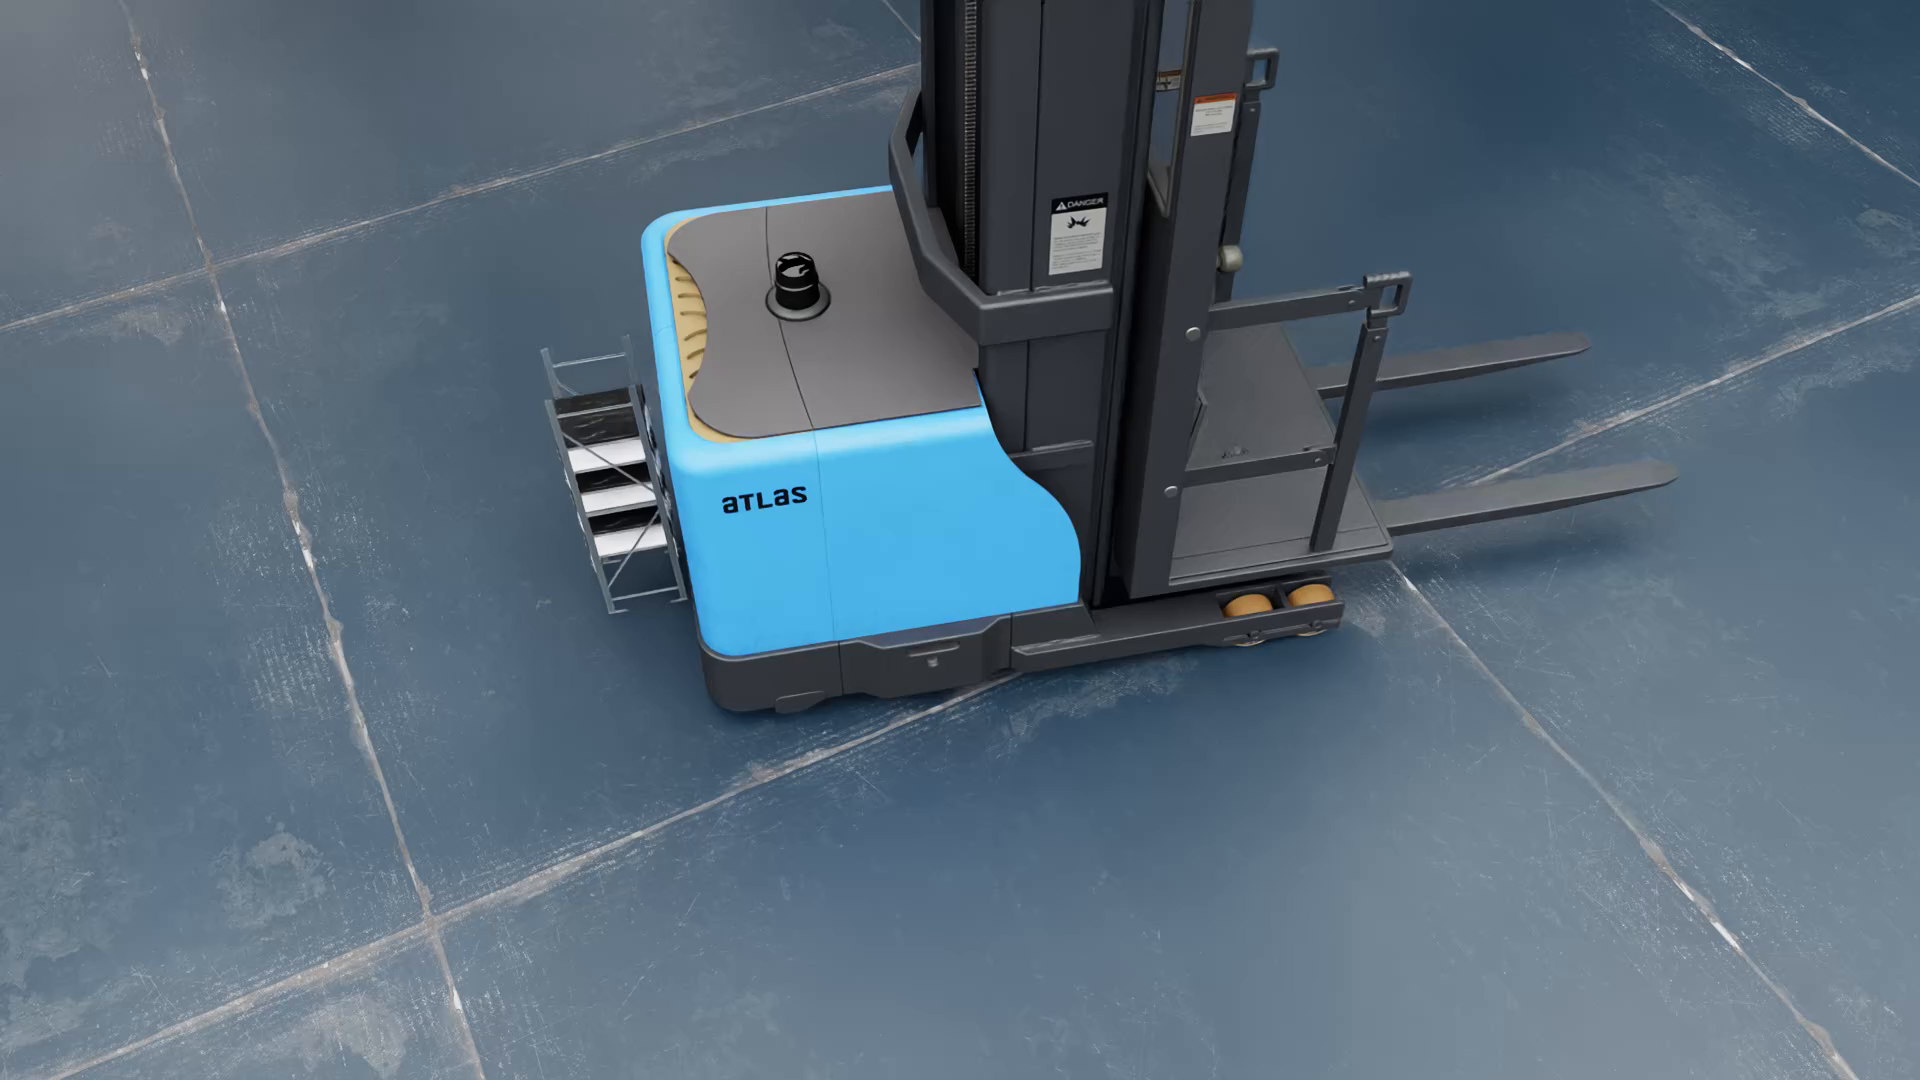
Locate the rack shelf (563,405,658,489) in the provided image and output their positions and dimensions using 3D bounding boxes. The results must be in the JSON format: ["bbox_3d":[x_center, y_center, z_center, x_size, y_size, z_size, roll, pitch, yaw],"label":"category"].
[{"bbox_3d":[-0.989,-0.263,4.681,0.258,0.077,0.200,-11,50,-7],"label":"rack shelf"}]

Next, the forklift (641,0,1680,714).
[{"bbox_3d":[0.673,-1.031,4.205,3.031,2.935,1.130,-9,49,-8],"label":"forklift"}]

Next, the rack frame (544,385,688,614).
[{"bbox_3d":[-0.962,-0.092,4.727,0.240,0.900,0.006,-11,50,-7],"label":"rack frame"}]

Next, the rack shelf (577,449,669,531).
[{"bbox_3d":[-0.983,-0.145,4.818,0.258,0.077,0.200,-11,50,-7],"label":"rack shelf"}]

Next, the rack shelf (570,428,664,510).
[{"bbox_3d":[-0.986,-0.204,4.750,0.258,0.077,0.200,-11,50,-7],"label":"rack shelf"}]

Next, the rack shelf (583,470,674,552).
[{"bbox_3d":[-0.980,-0.086,4.886,0.258,0.077,0.200,-11,50,-7],"label":"rack shelf"}]

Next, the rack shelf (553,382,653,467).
[{"bbox_3d":[-0.991,-0.322,4.613,0.258,0.077,0.200,-11,50,-7],"label":"rack shelf"}]

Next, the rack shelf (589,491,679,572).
[{"bbox_3d":[-0.978,-0.027,4.954,0.258,0.077,0.200,-11,50,-7],"label":"rack shelf"}]

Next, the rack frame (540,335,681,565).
[{"bbox_3d":[-1.006,-0.242,4.858,0.240,0.900,0.006,-11,50,-7],"label":"rack frame"}]

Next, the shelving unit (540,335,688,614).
[{"bbox_3d":[-0.984,-0.167,4.792,0.258,0.900,0.210,-11,50,-7],"label":"shelving unit"}]
